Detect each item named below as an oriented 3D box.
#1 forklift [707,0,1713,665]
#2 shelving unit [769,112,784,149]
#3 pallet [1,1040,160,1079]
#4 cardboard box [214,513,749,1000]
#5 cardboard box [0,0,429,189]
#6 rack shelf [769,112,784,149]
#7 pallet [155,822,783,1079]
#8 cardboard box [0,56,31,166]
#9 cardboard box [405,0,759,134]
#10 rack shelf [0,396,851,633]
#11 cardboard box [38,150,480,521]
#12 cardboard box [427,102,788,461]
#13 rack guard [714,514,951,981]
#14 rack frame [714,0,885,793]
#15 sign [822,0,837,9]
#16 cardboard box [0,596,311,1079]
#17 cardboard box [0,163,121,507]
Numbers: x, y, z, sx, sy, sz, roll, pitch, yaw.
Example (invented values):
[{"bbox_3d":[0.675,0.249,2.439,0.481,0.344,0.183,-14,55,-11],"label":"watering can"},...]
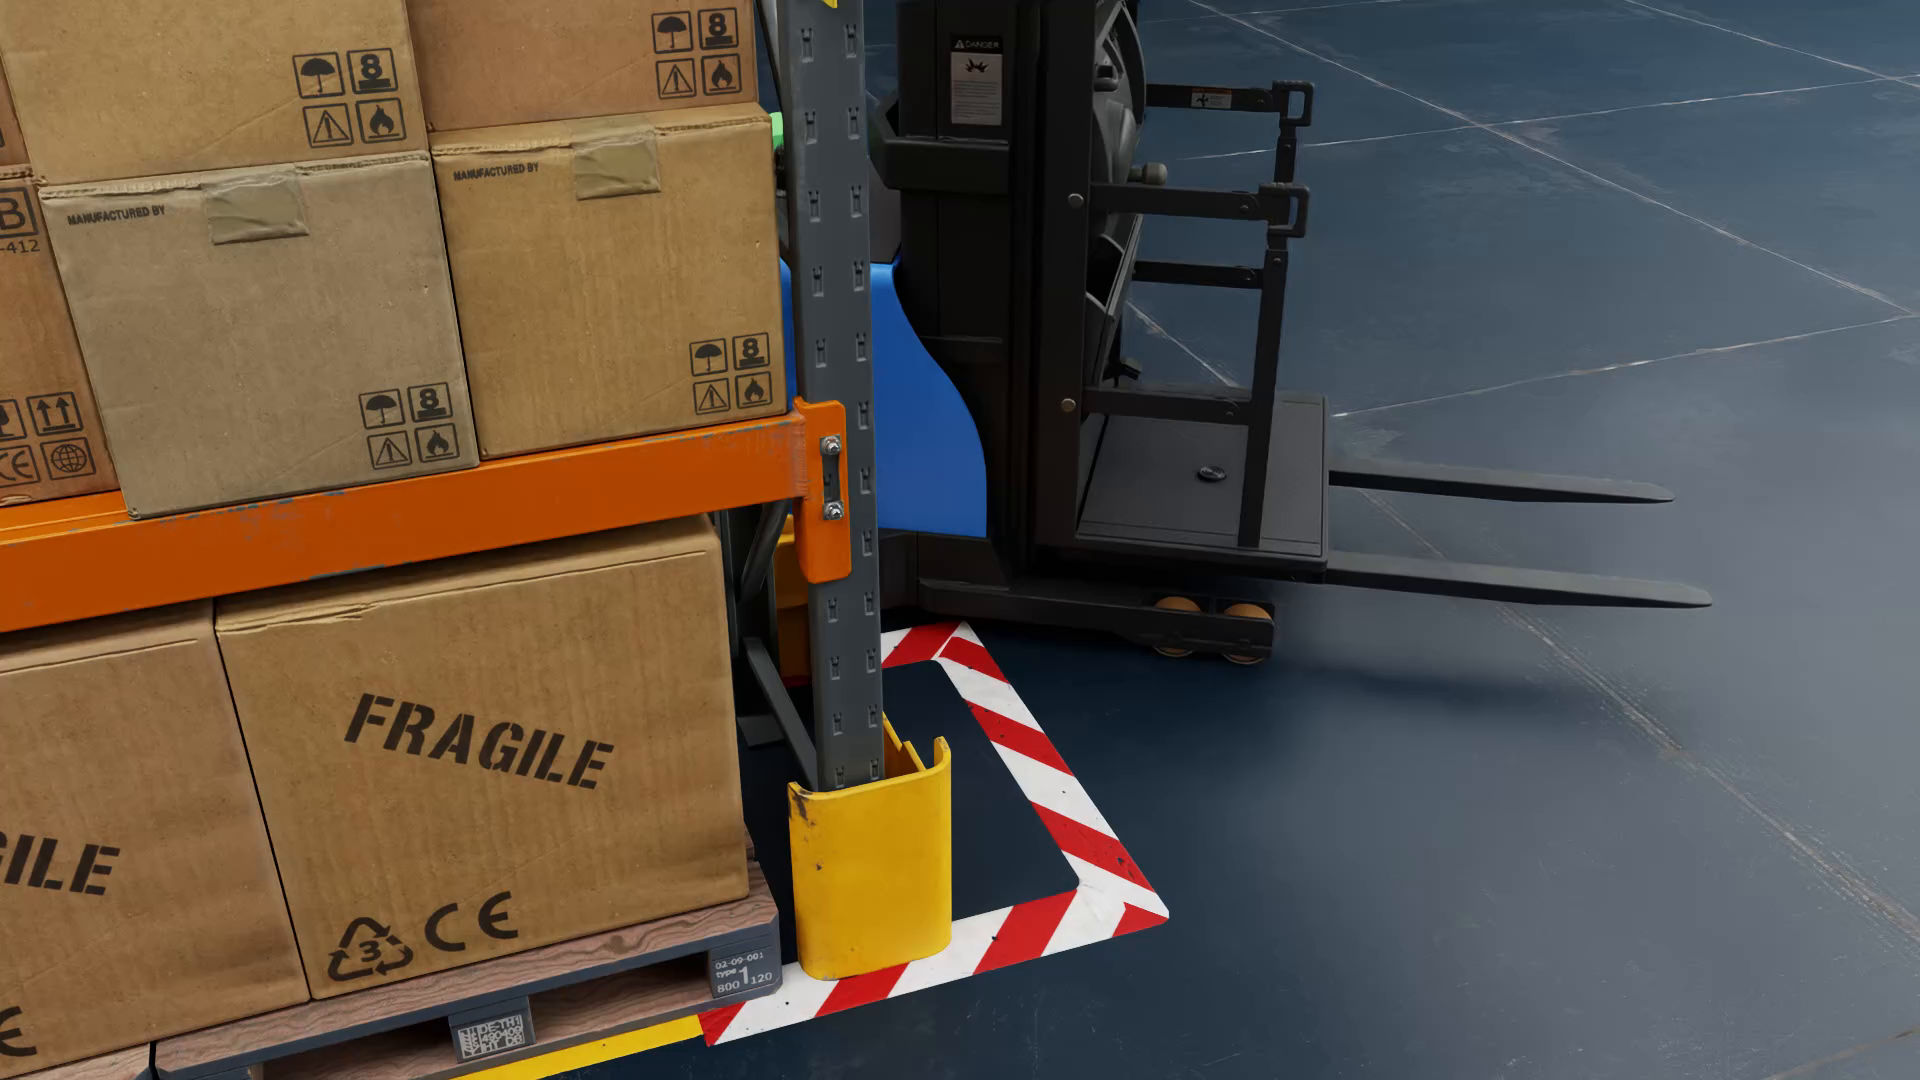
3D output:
[{"bbox_3d":[0.616,-1.213,4.419,3.031,2.935,1.130,6,30,10],"label":"forklift"},{"bbox_3d":[-0.722,-0.918,5.650,0.503,1.200,0.258,-17,34,-28],"label":"shelving unit"},{"bbox_3d":[-2.251,0.955,3.361,1.213,0.211,1.003,-10,31,-18],"label":"pallet"},{"bbox_3d":[-1.000,0.248,3.506,0.875,0.875,0.875,-10,31,-17],"label":"cardboard box"},{"bbox_3d":[-1.232,-0.991,2.716,0.550,0.550,0.875,-10,31,-18],"label":"cardboard box"},{"bbox_3d":[-0.722,-1.280,5.444,0.480,0.148,0.258,-17,34,-28],"label":"rack shelf"},{"bbox_3d":[-1.109,0.746,3.728,1.213,0.211,1.003,-10,31,-18],"label":"pallet"},{"bbox_3d":[-1.804,-0.957,2.657,0.550,0.550,0.875,-10,31,-18],"label":"cardboard box"},{"bbox_3d":[-0.749,-1.128,2.958,0.550,0.550,0.875,-10,31,-18],"label":"cardboard box"},{"bbox_3d":[-2.262,0.018,2.915,4.000,0.370,1.077,-10,31,-18],"label":"rack shelf"},{"bbox_3d":[-1.227,-0.515,2.972,0.550,0.550,0.875,-10,31,-18],"label":"cardboard box"},{"bbox_3d":[-0.719,-0.620,3.157,0.550,0.550,0.875,-10,31,-18],"label":"cardboard box"},{"bbox_3d":[-0.365,0.442,3.969,0.348,0.500,1.175,-10,31,-18],"label":"rack guard"},{"bbox_3d":[-0.387,-0.640,3.343,0.127,3.000,1.000,-10,31,-18],"label":"rack frame"},{"bbox_3d":[-0.211,-0.992,2.552,0.005,0.325,0.100,-10,31,-18],"label":"sign"},{"bbox_3d":[-1.824,0.401,3.238,0.875,0.875,0.875,-11,31,-18],"label":"cardboard box"},{"bbox_3d":[-1.796,-0.477,2.905,0.550,0.550,0.875,-10,31,-18],"label":"cardboard box"}]
